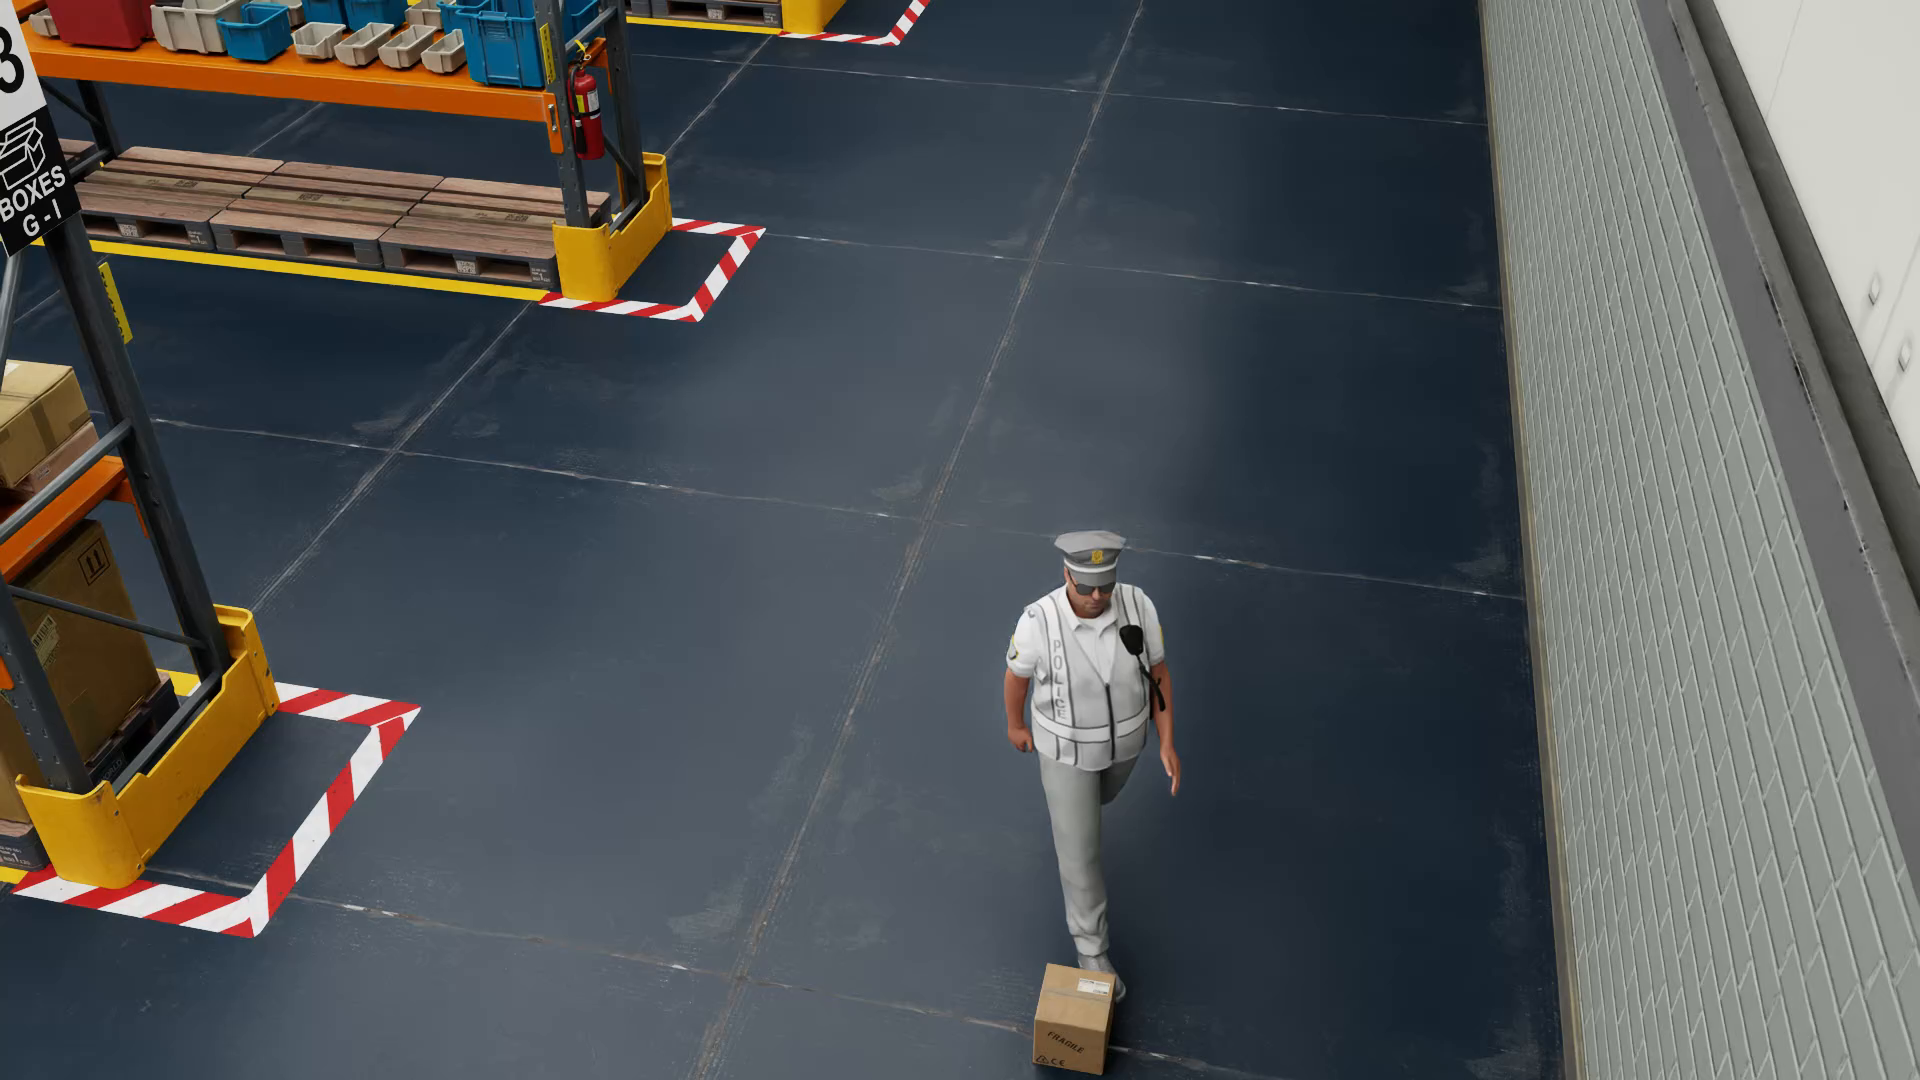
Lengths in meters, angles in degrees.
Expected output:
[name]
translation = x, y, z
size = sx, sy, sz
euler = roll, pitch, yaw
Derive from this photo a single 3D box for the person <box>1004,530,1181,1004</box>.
[person]
translation = 0.502, 0.729, 5.968
size = 0.544, 1.708, 1.071
euler = -14, 39, -18
